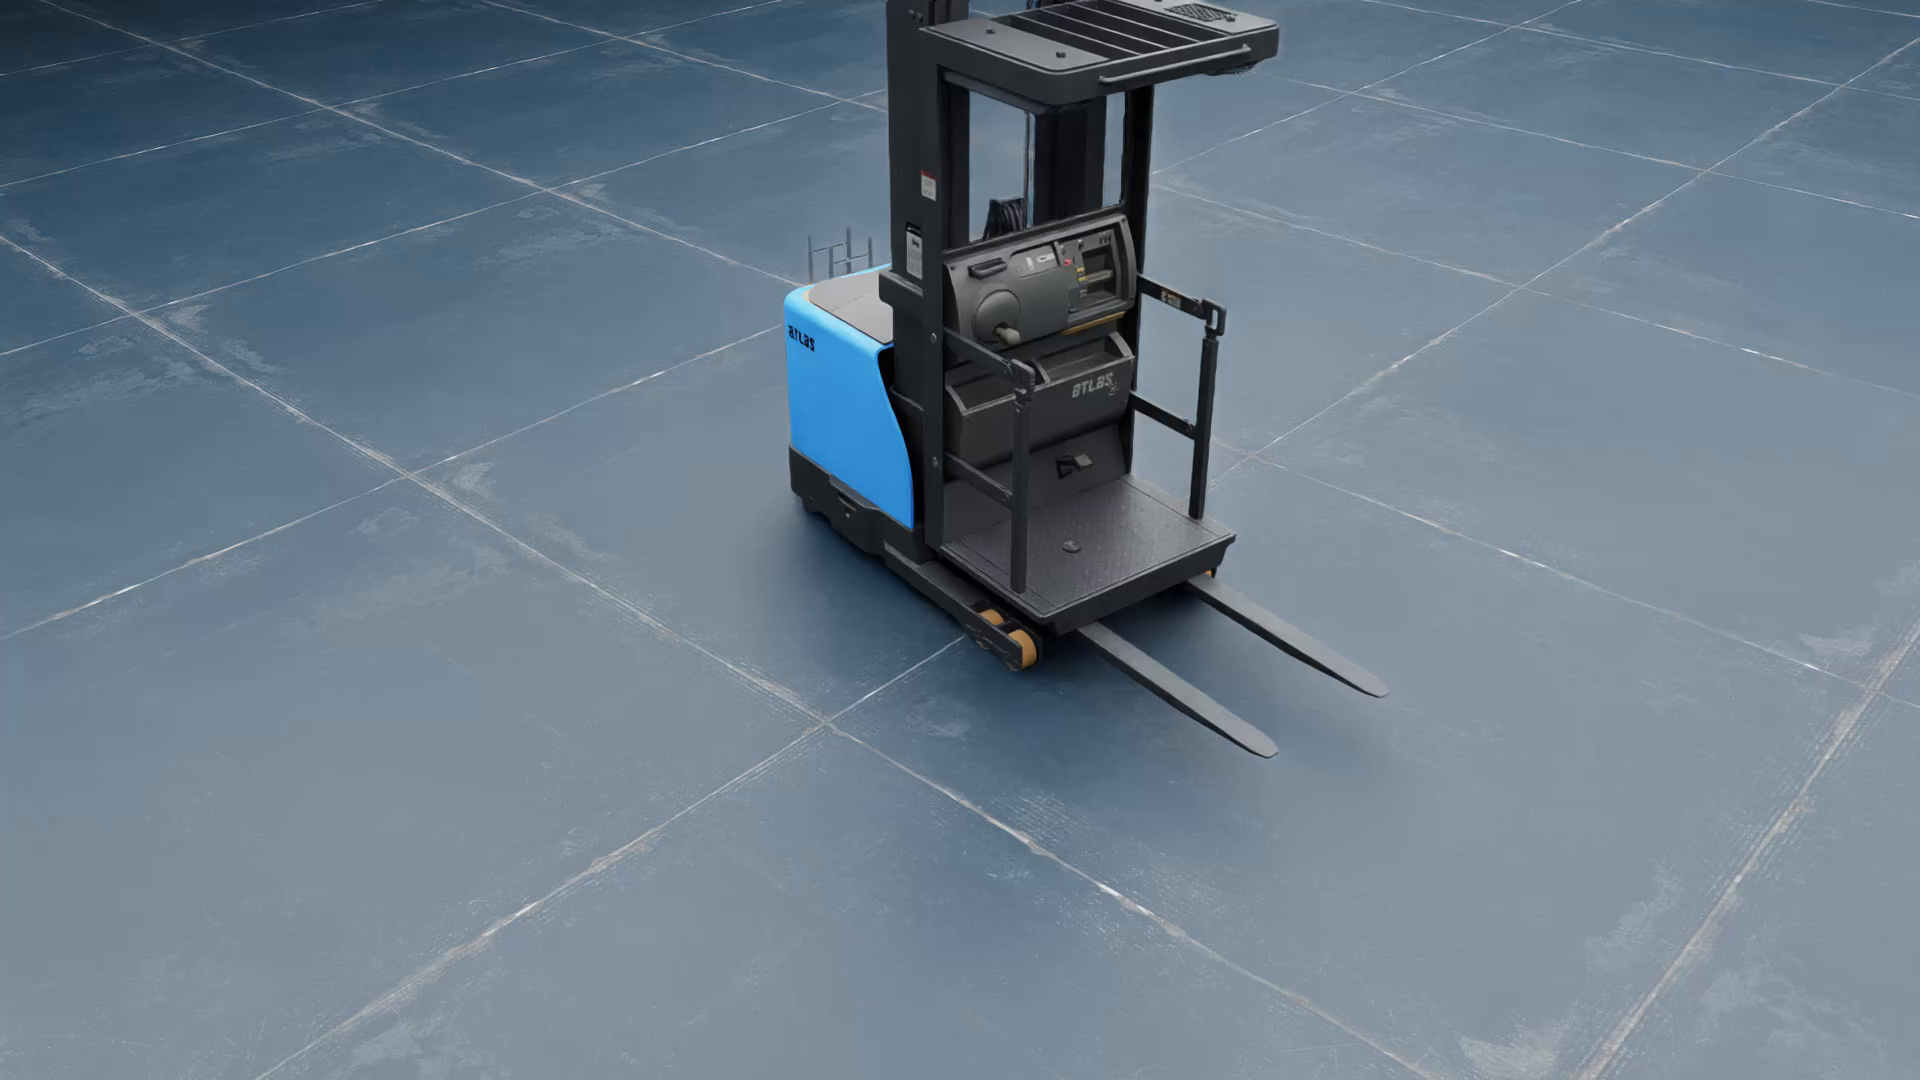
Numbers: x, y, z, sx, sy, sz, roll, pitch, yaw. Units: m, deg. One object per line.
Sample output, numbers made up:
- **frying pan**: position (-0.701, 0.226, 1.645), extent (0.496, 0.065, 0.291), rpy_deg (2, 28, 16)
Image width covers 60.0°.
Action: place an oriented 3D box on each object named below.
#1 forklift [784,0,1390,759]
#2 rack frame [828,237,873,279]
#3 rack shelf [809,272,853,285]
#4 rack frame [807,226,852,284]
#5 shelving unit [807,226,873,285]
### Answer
- **forklift**: position (0.469, -1.005, 6.577), extent (1.130, 2.935, 3.031), rpy_deg (-21, 37, -31)
- **rack frame**: position (-0.509, -0.866, 8.026), extent (0.240, 1.200, 0.006), rpy_deg (-21, 37, -31)
- **rack shelf**: position (-0.564, -1.175, 7.926), extent (0.258, 0.103, 0.180), rpy_deg (-21, 37, -31)
- **rack frame**: position (-0.619, -0.942, 8.151), extent (0.240, 1.200, 0.006), rpy_deg (-21, 37, -31)
- **shelving unit**: position (-0.564, -0.904, 8.089), extent (0.258, 1.200, 0.189), rpy_deg (-21, 37, -31)
